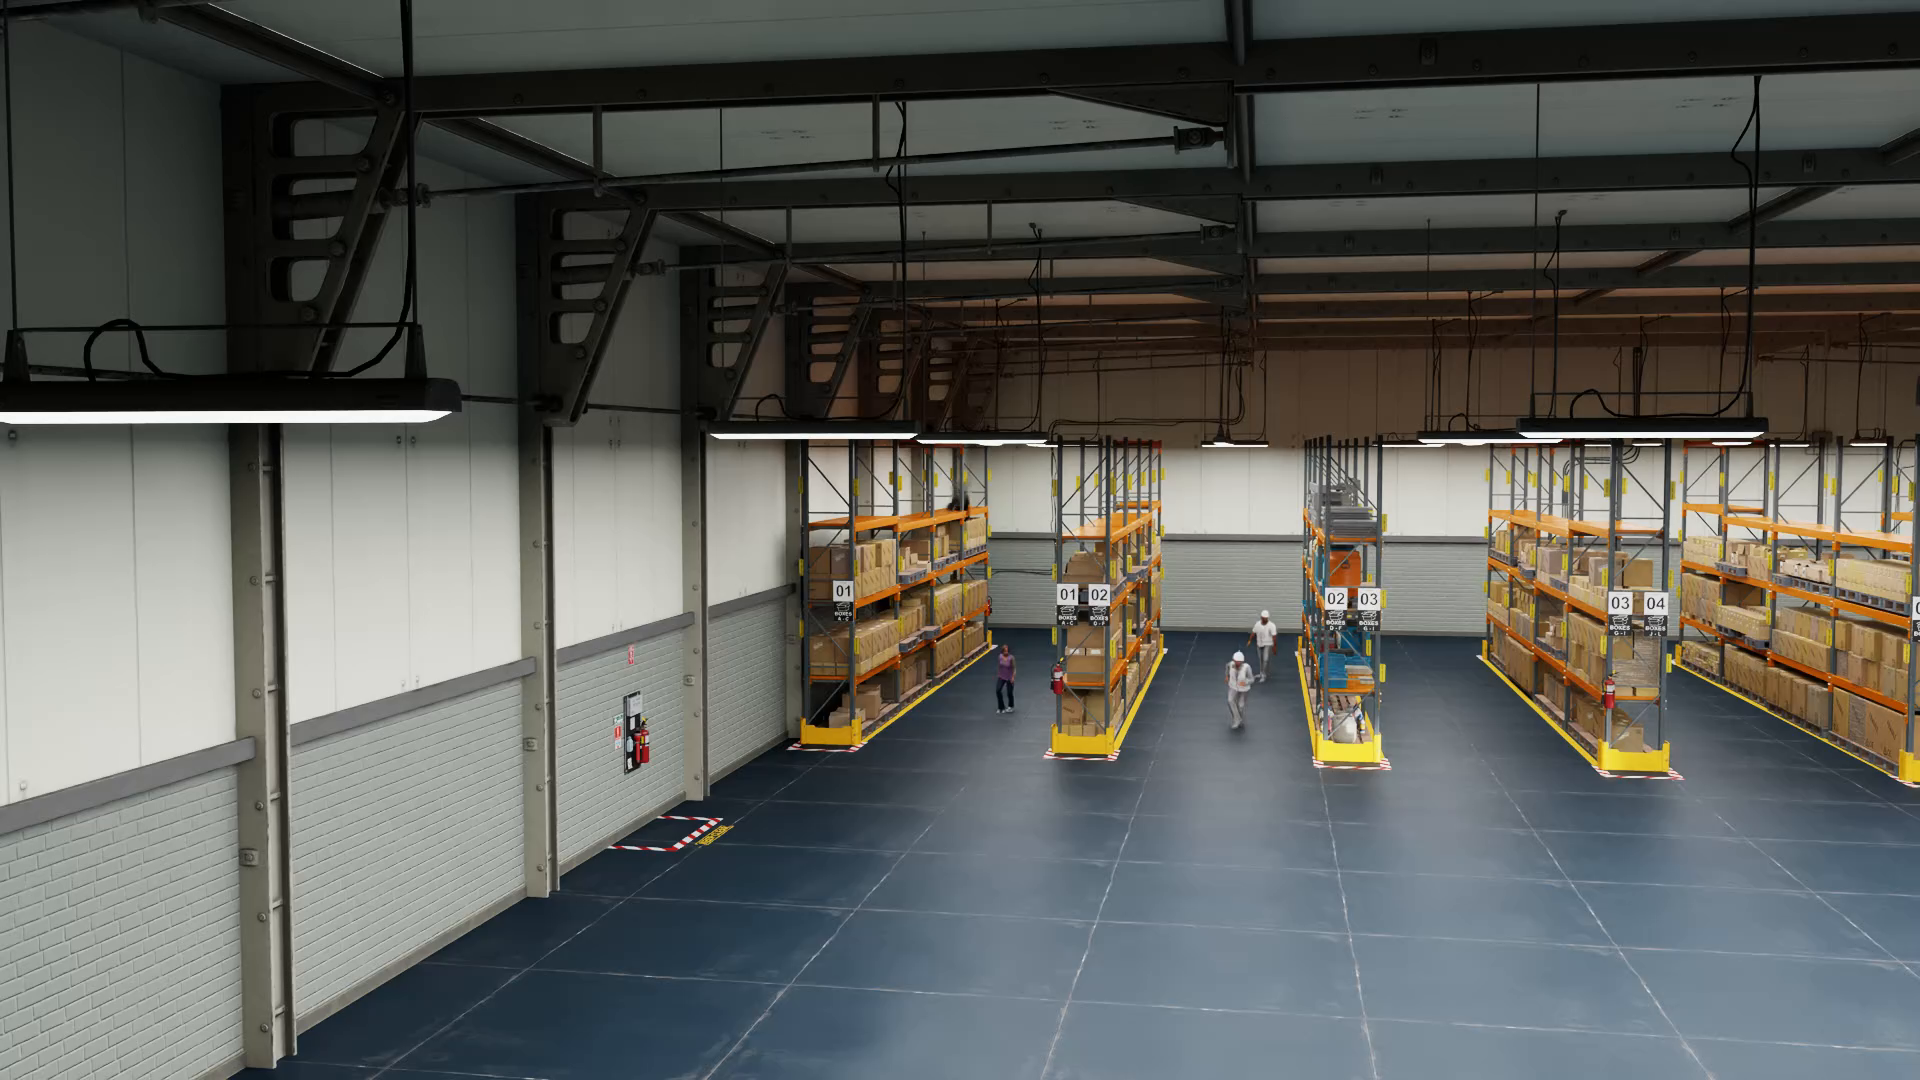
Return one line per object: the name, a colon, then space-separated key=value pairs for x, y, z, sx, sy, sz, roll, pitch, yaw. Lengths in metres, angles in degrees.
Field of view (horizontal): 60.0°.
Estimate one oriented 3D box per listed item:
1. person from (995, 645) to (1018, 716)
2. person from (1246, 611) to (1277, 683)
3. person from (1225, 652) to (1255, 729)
person: x=1.029 y=3.035 z=36.042 sx=0.527 sy=1.494 sz=0.715 roll=1 pitch=3 yaw=18
person: x=7.512 y=2.622 z=41.308 sx=0.755 sy=1.760 sz=0.766 roll=3 pitch=4 yaw=44
person: x=5.768 y=3.051 z=34.260 sx=0.673 sy=1.593 sz=1.099 roll=1 pitch=3 yaw=19
